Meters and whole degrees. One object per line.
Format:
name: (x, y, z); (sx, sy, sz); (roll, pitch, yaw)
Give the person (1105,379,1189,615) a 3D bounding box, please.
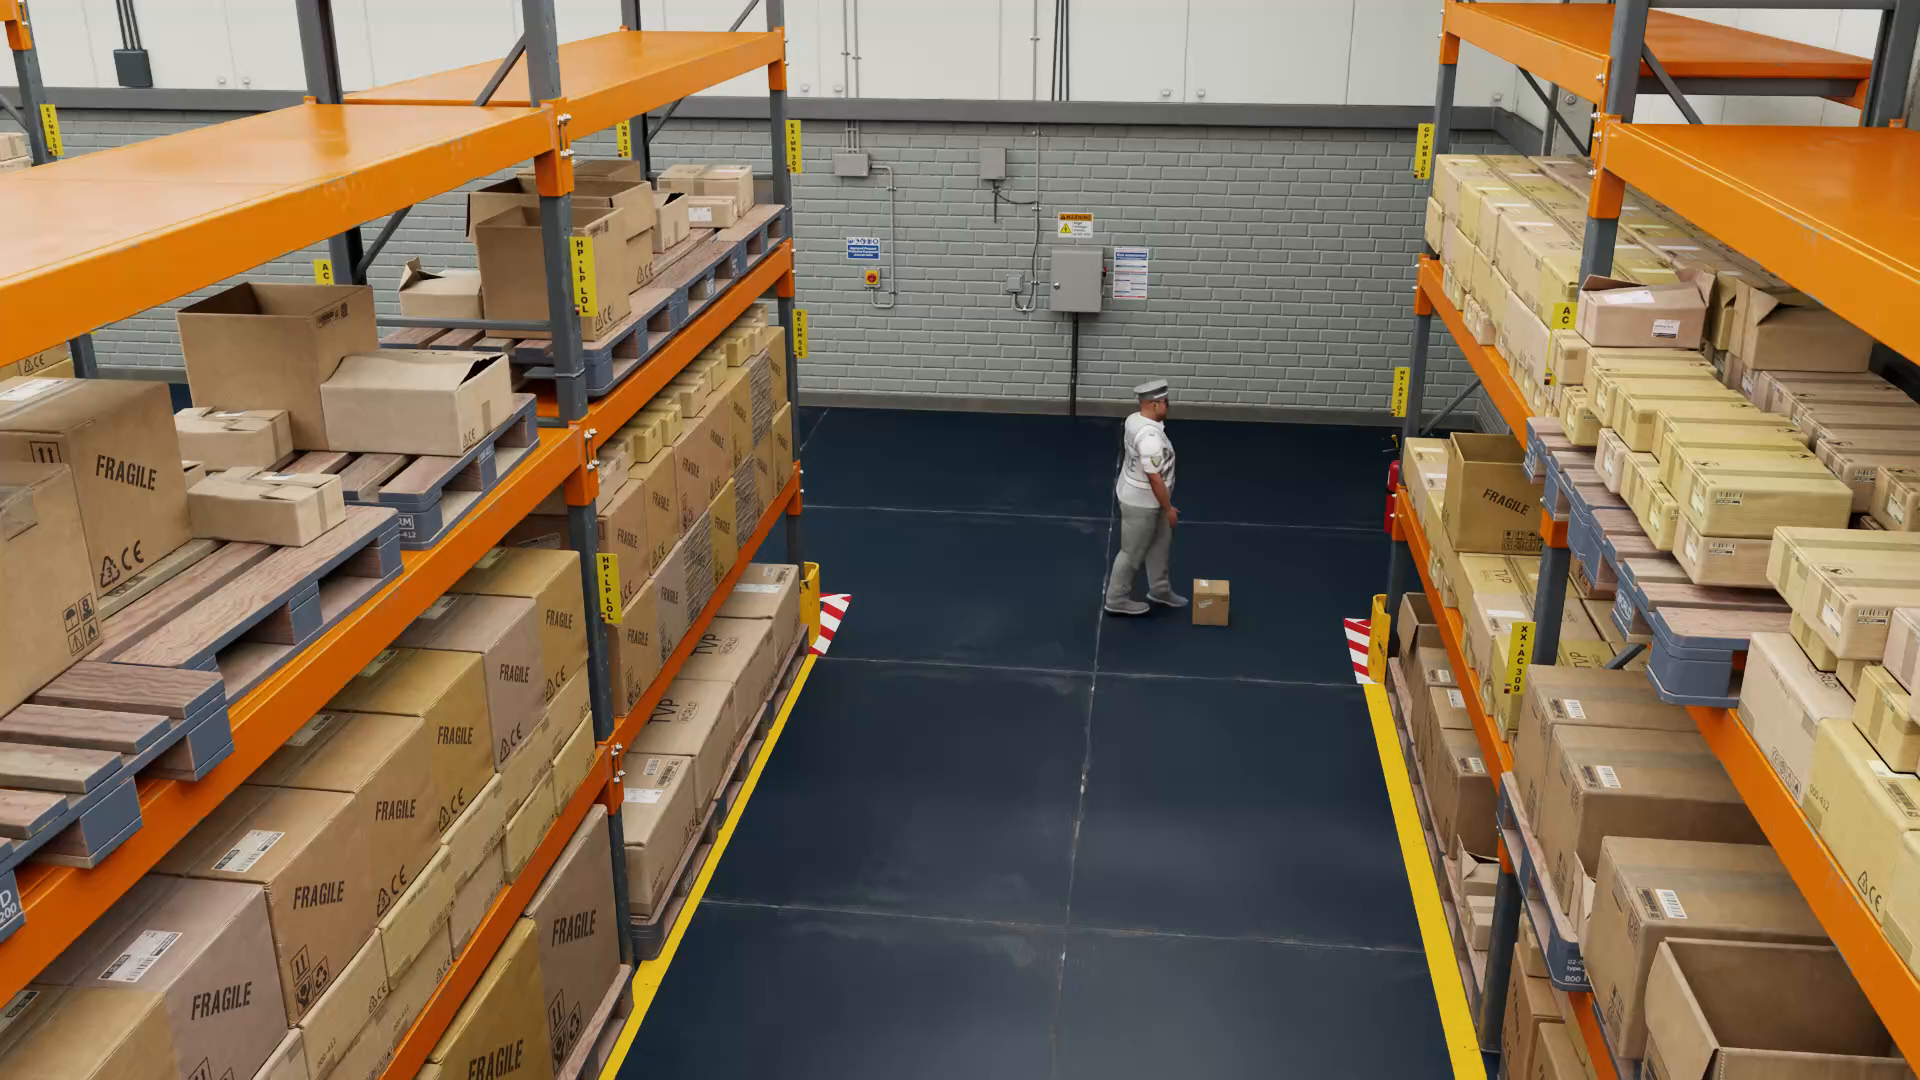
person: (1.371, -0.274, 11.776); (0.639, 1.782, 0.591); (0, 21, 0)
